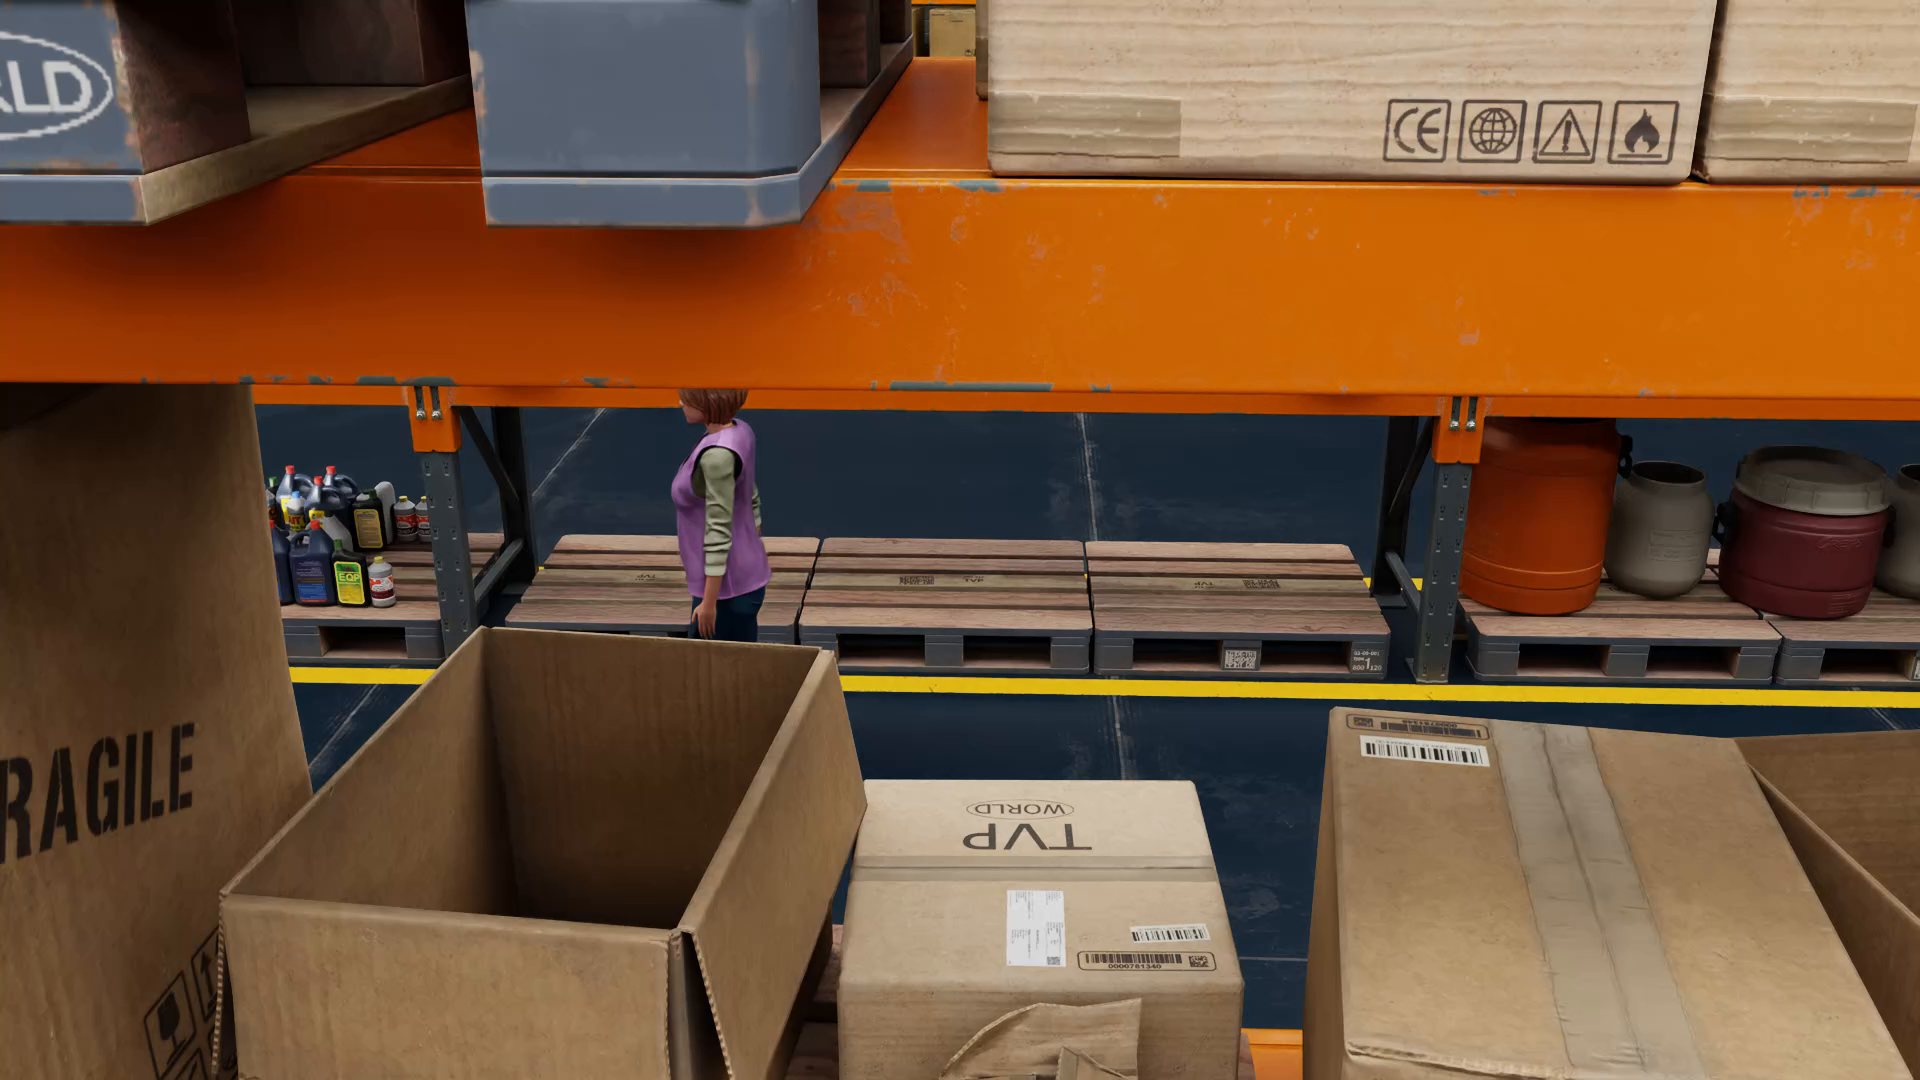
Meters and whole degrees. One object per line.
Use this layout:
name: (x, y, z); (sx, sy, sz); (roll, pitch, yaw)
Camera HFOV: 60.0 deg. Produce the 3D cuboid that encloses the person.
person: (-0.903, 0.156, 5.671); (0.583, 1.593, 0.424); (-2, 21, -4)
